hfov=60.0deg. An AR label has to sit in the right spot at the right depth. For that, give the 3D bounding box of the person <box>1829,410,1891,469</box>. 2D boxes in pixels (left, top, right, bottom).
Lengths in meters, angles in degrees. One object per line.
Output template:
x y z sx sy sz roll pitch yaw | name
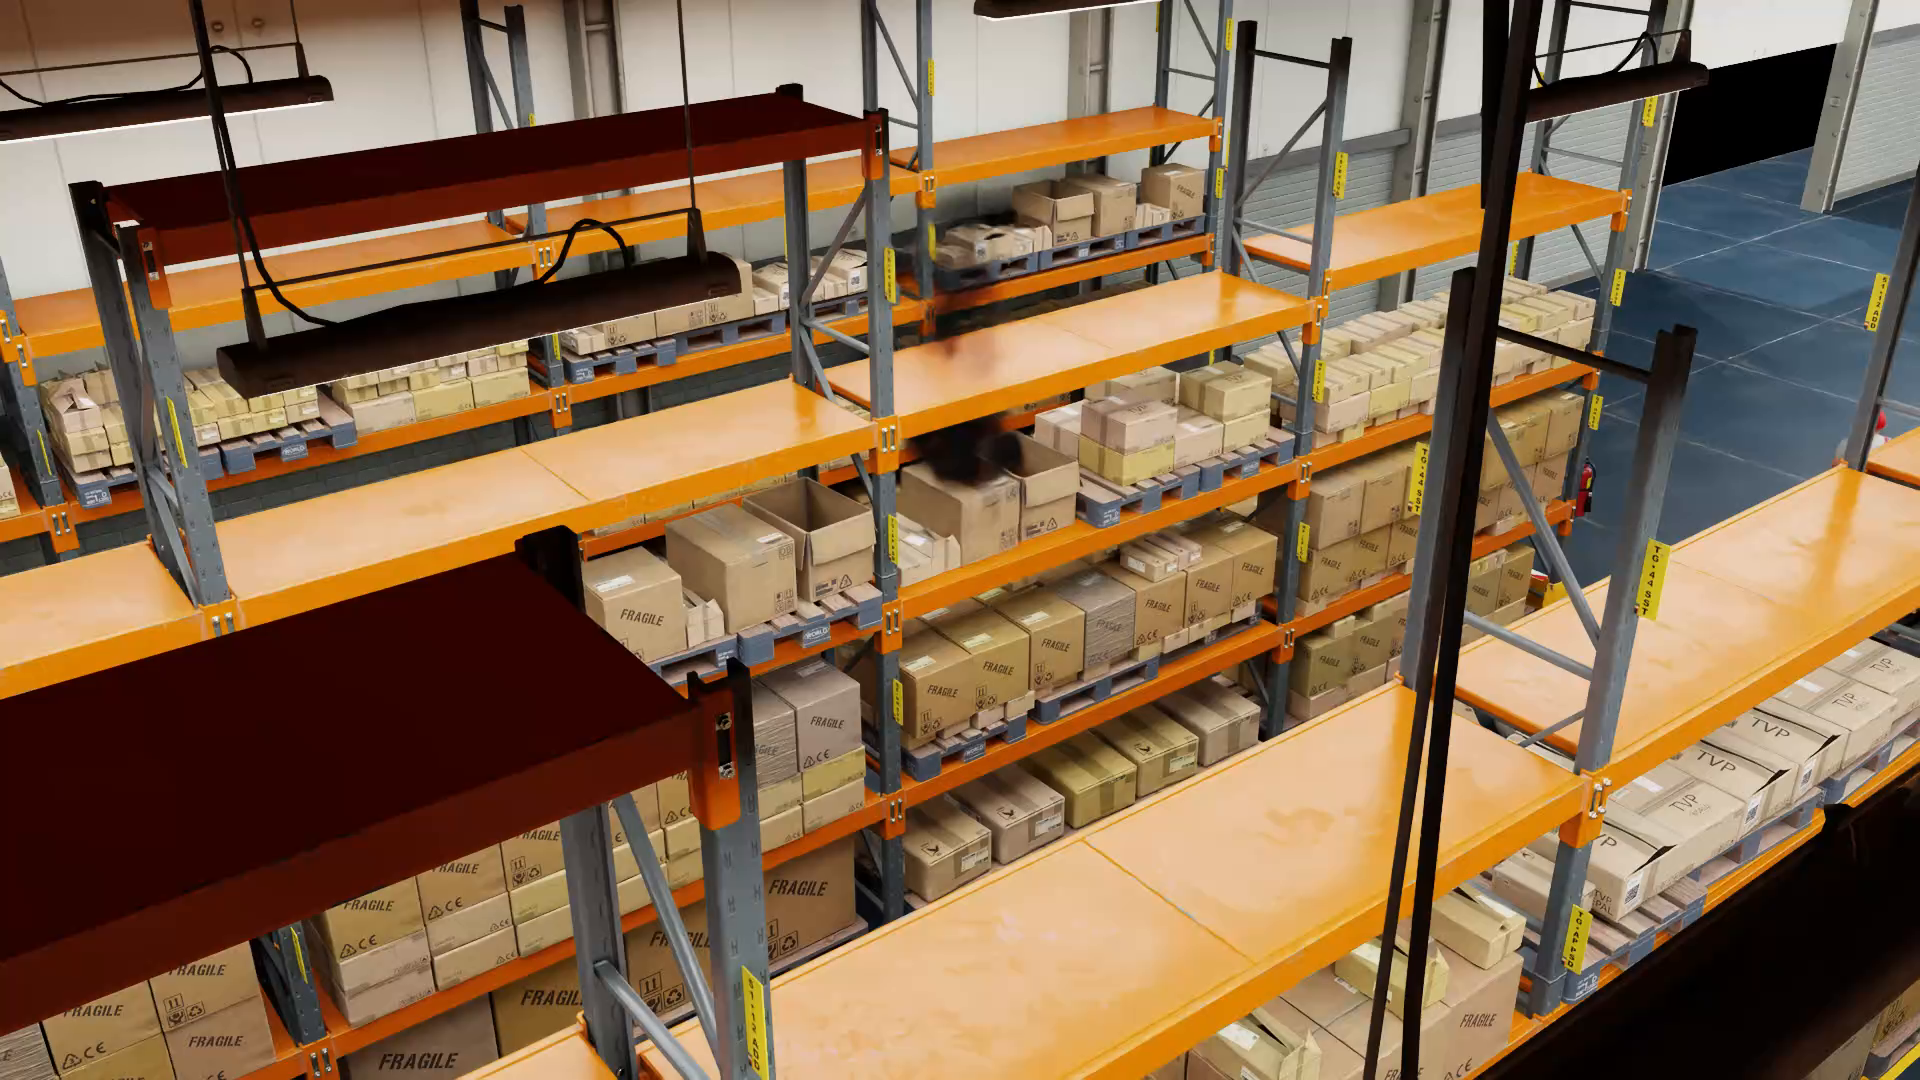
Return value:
9.242 -0.472 17.092 0.631 1.775 0.900 9 28 18 | person
